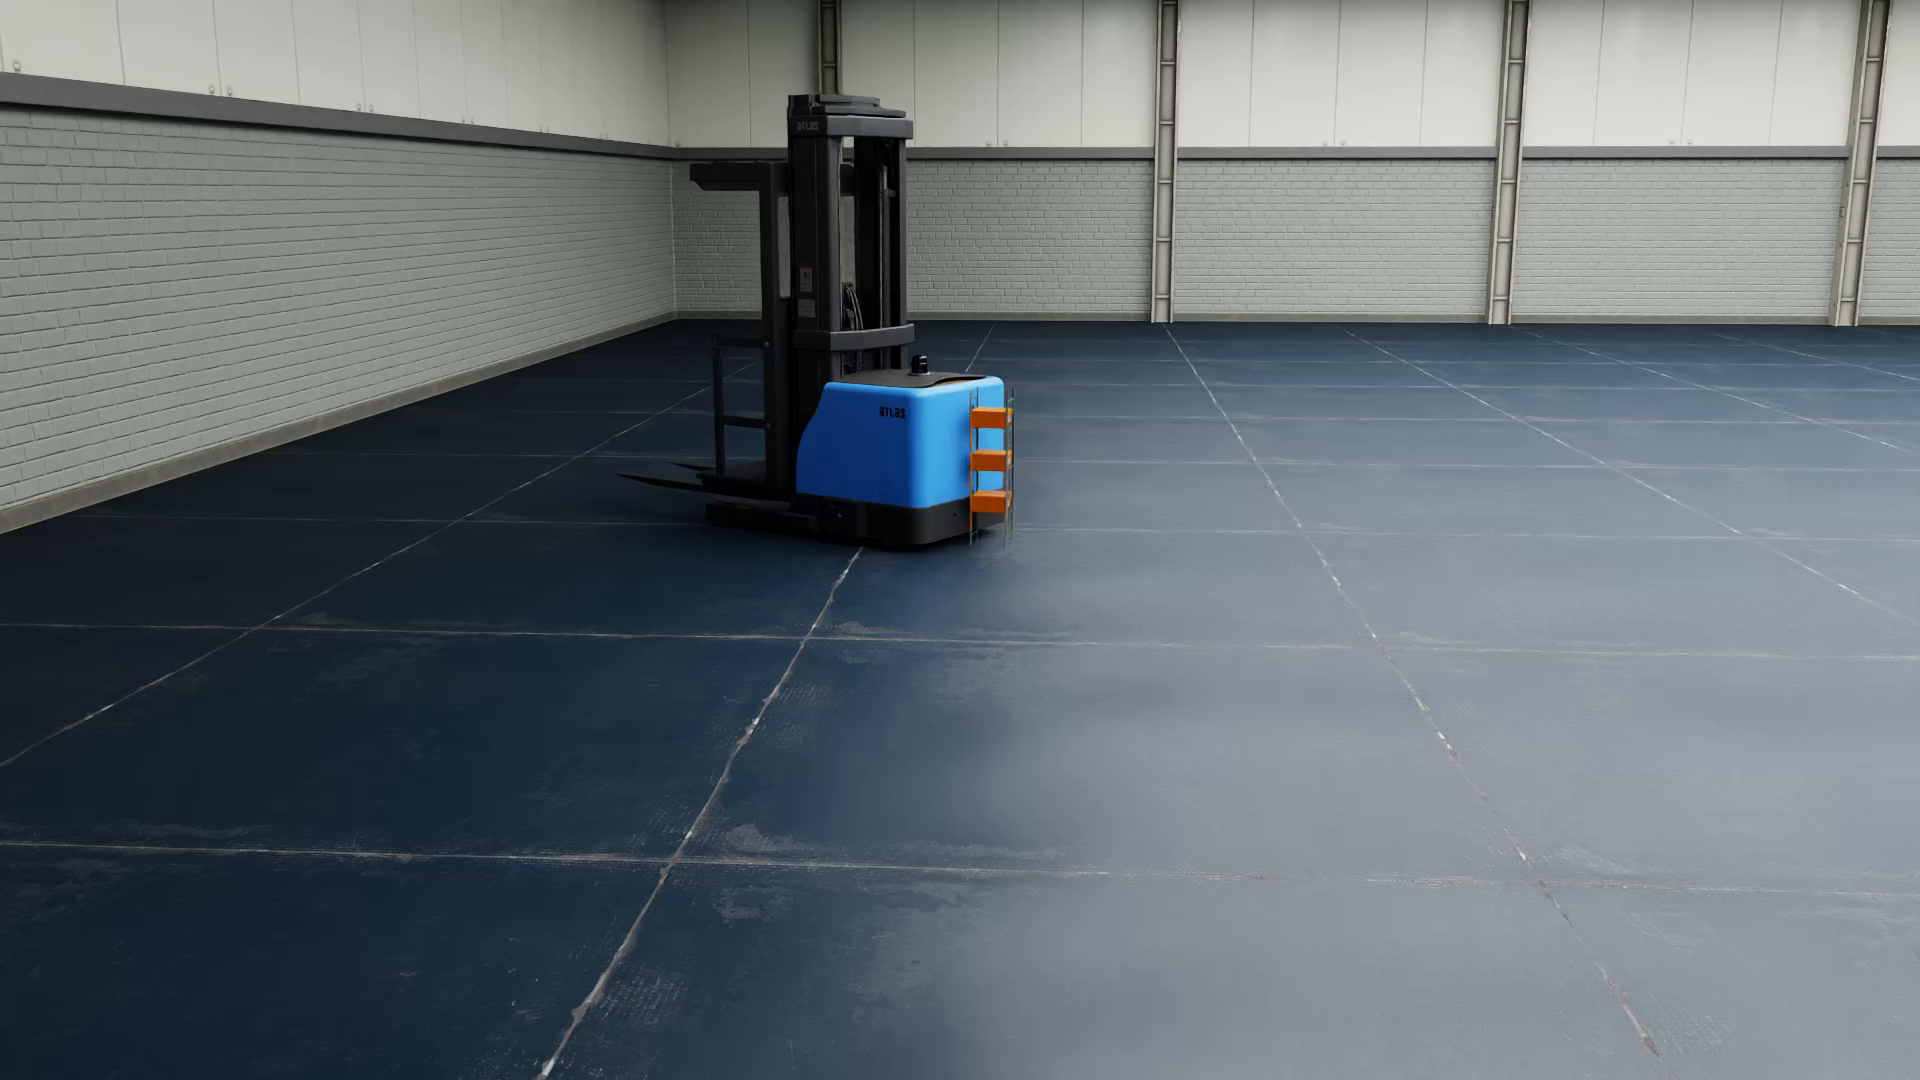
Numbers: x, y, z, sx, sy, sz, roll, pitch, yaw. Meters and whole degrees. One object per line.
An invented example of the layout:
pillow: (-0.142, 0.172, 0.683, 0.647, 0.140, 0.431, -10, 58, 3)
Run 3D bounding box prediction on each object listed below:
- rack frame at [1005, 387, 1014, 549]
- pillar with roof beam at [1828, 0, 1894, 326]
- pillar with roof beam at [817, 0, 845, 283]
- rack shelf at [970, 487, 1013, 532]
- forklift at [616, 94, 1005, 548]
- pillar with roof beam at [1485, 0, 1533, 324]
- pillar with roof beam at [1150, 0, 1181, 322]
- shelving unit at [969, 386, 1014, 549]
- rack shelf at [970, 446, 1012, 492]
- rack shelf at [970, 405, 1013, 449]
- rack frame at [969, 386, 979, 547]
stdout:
rack frame: (0.329, -0.475, 10.977, 0.008, 1.050, 0.200, 3, 12, 15)
pillar with roof beam: (15.351, -7.333, 24.344, 0.400, 9.000, 9.100, 1, 12, 4)
pillar with roof beam: (-2.608, -7.579, 25.522, 0.400, 9.000, 9.100, 1, 12, 4)
rack shelf: (0.211, -0.200, 11.068, 0.240, 0.259, 0.215, 3, 12, 15)
forklift: (-1.182, -1.594, 11.729, 3.031, 2.935, 1.130, 8, 14, 35)
pillar with roof beam: (9.365, -7.415, 24.737, 0.400, 9.000, 9.100, 1, 12, 4)
pillar with roof beam: (3.378, -7.497, 25.129, 0.400, 9.000, 9.100, 1, 12, 4)
shelving unit: (0.211, -0.482, 11.009, 0.252, 1.050, 0.215, 3, 12, 15)
rack shelf: (0.211, -0.472, 11.011, 0.240, 0.259, 0.215, 3, 12, 15)
rack shelf: (0.211, -0.749, 10.953, 0.240, 0.259, 0.215, 3, 12, 15)
rack frame: (0.093, -0.489, 11.040, 0.008, 1.050, 0.200, 3, 12, 15)
